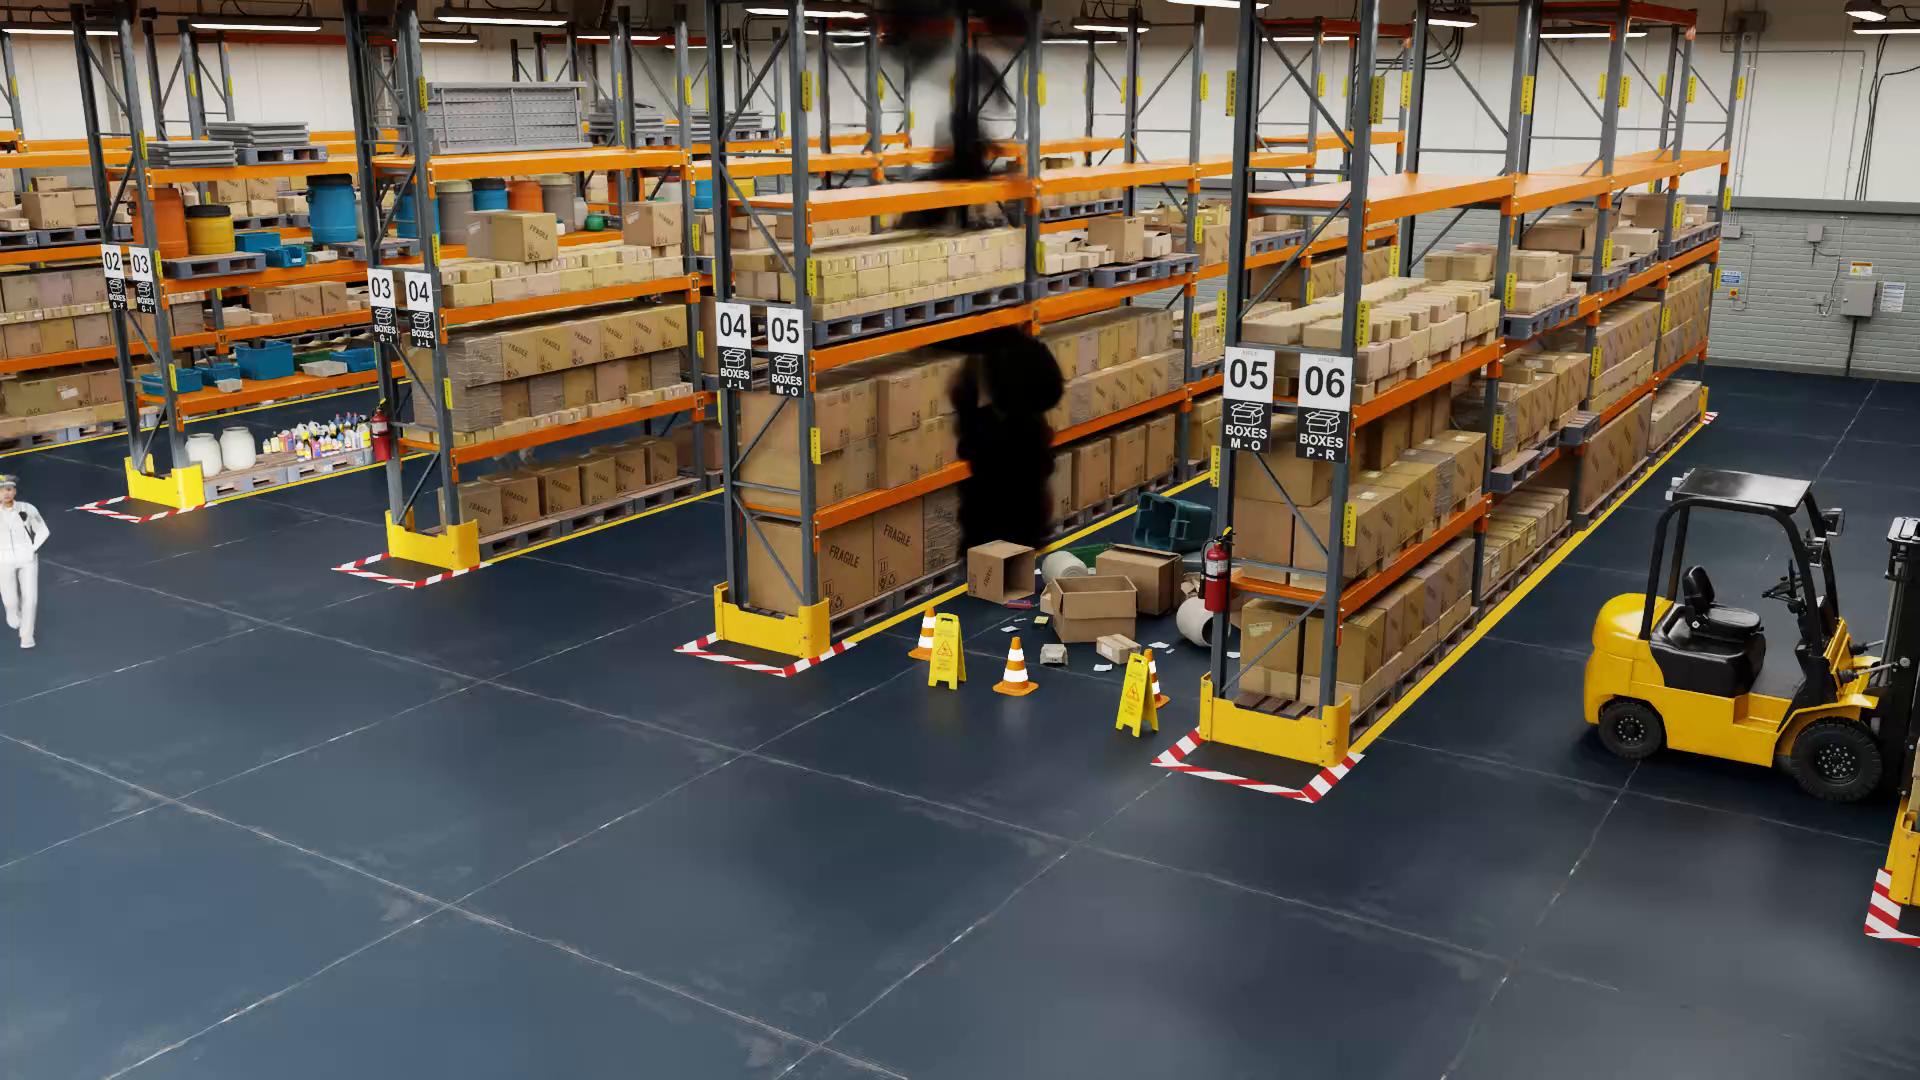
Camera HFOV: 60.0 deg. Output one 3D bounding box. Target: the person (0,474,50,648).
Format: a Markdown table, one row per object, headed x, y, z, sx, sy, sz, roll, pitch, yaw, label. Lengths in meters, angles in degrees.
| x | y | z | sx | sy | sz | roll | pitch | yaw | label |
| --- | --- | --- | --- | --- | --- | --- | --- | --- | --- |
| -8.795 | 0.185 | 15.491 | 0.614 | 1.650 | 0.552 | -9 | 18 | -29 | person |

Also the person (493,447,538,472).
| x | y | z | sx | sy | sz | roll | pitch | yaw | label |
| --- | --- | --- | --- | --- | --- | --- | --- | --- | --- |
| -5.604 | -1.453 | 20.899 | 0.655 | 1.673 | 0.703 | 7 | 17 | 23 | person |
